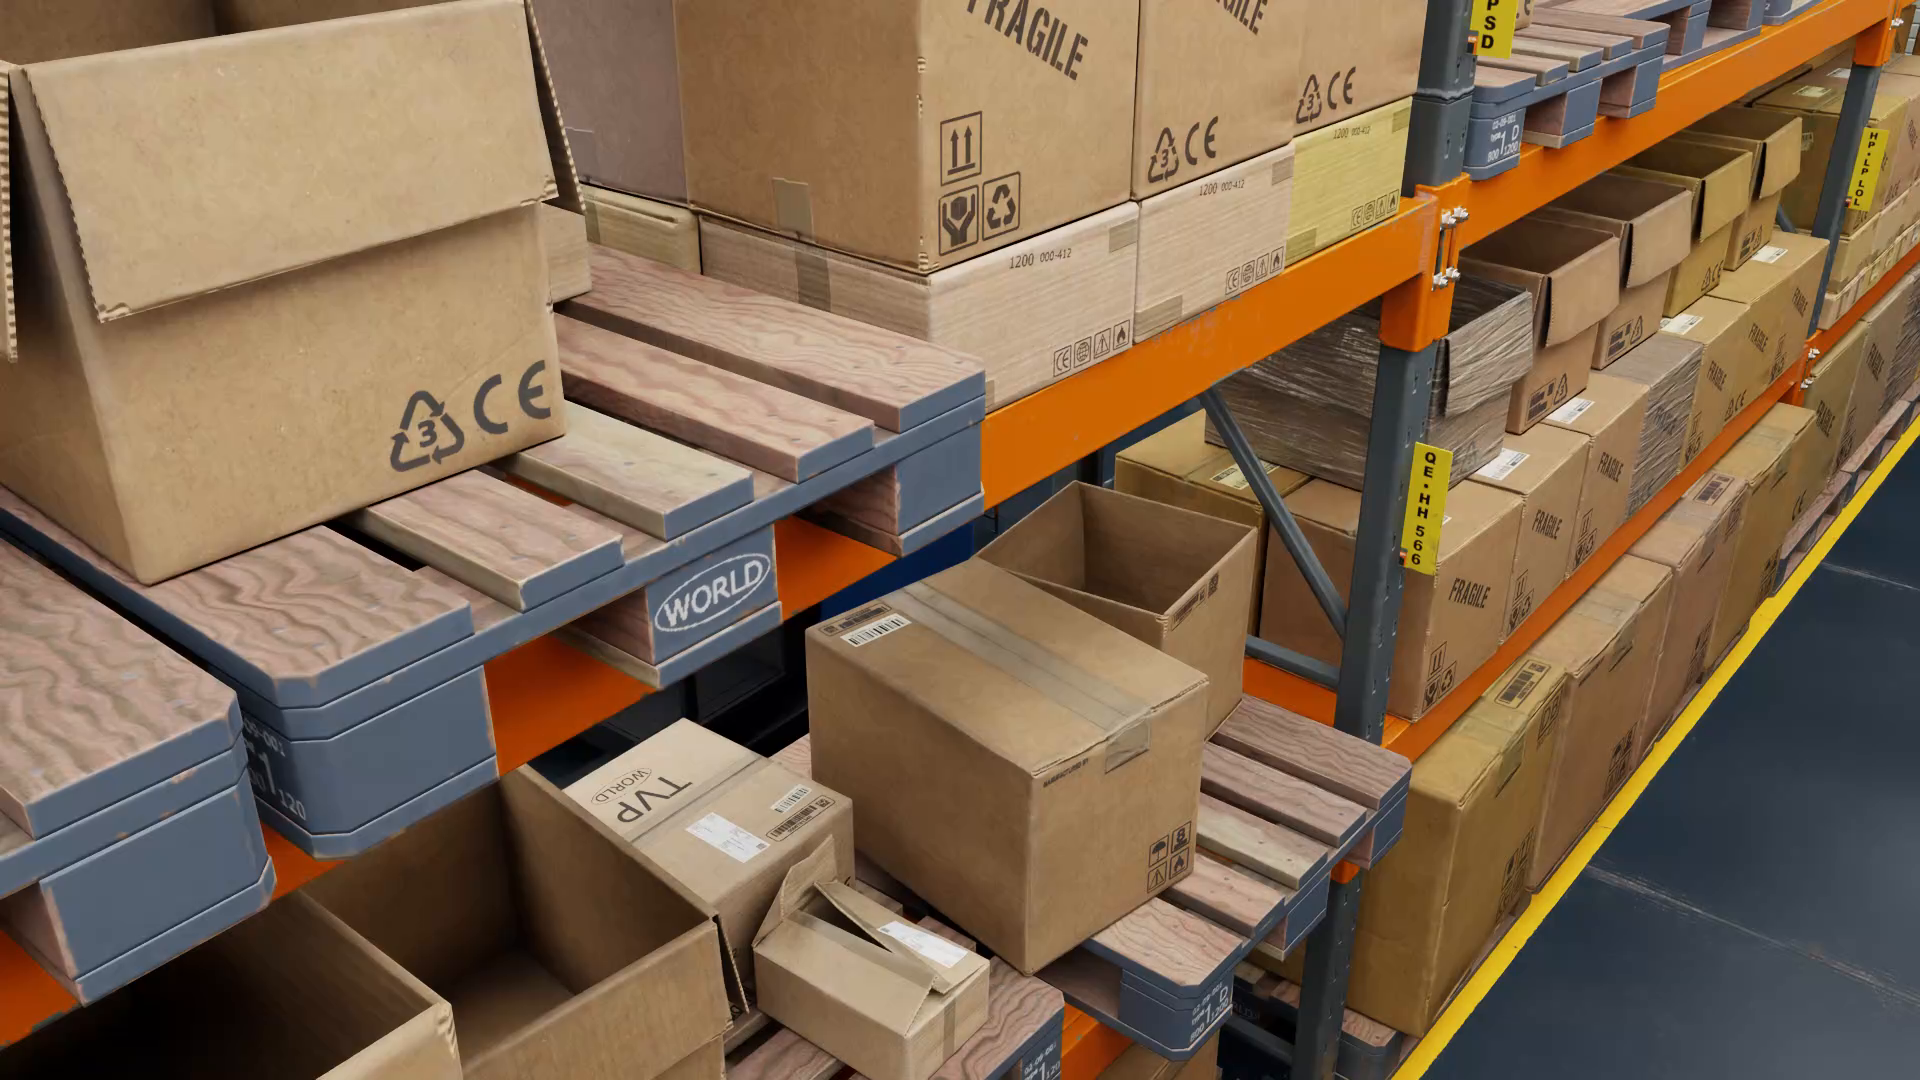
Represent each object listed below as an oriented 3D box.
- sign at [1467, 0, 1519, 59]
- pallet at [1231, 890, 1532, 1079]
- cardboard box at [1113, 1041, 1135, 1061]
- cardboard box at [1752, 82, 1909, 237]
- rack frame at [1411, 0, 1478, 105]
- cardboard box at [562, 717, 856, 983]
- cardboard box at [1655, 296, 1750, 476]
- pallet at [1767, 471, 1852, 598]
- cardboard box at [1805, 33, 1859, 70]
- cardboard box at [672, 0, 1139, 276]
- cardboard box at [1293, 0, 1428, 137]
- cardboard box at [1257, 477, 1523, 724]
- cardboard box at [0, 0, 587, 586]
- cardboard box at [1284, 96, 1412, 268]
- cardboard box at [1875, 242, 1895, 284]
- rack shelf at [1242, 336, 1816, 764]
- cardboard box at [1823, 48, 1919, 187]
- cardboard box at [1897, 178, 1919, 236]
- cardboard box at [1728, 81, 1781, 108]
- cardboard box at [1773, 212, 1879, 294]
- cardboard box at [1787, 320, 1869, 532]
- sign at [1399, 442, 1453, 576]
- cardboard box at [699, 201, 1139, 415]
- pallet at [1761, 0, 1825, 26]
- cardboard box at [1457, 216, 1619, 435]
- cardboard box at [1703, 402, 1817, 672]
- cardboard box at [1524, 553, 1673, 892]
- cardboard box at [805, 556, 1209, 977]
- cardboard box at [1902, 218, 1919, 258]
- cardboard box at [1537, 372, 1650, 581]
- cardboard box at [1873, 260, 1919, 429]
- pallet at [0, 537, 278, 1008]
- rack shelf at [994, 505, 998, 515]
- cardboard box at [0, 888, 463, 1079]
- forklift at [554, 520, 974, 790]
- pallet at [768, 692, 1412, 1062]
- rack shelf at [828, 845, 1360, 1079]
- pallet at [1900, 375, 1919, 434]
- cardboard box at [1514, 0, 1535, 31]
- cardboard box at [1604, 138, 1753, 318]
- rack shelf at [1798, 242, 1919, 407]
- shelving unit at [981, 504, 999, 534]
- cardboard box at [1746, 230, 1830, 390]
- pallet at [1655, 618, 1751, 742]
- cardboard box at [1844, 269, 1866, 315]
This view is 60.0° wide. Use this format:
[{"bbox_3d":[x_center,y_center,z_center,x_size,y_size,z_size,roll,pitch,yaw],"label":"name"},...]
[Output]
[{"bbox_3d":[1.095,-1.151,3.383,0.100,0.325,0.005,21,34,34],"label":"sign"},{"bbox_3d":[1.237,1.233,5.638,1.003,0.211,1.213,21,34,34],"label":"pallet"},{"bbox_3d":[0.274,1.080,4.324,0.500,0.250,0.500,22,35,36],"label":"cardboard box"},{"bbox_3d":[3.723,-1.660,7.218,0.500,0.500,0.500,21,34,34],"label":"cardboard box"},{"bbox_3d":[0.677,-2.413,3.121,1.000,3.000,0.127,21,34,34],"label":"rack frame"},{"bbox_3d":[-0.566,0.659,3.419,0.500,0.250,0.500,20,33,33],"label":"cardboard box"},{"bbox_3d":[2.488,-0.605,6.046,0.500,0.500,0.500,20,34,34],"label":"cardboard box"},{"bbox_3d":[3.766,-0.175,8.358,1.003,0.211,1.213,21,34,34],"label":"pallet"},{"bbox_3d":[4.609,-2.529,8.898,0.500,0.500,0.500,20,33,33],"label":"cardboard box"},{"bbox_3d":[-0.078,-0.749,2.516,0.500,0.500,0.500,21,34,35],"label":"cardboard box"},{"bbox_3d":[0.567,-1.105,3.204,0.500,0.500,0.500,22,34,36],"label":"cardboard box"},{"bbox_3d":[1.196,0.114,4.656,0.500,0.500,0.500,22,35,36],"label":"cardboard box"},{"bbox_3d":[-0.893,-0.367,1.861,0.797,0.503,0.637,22,35,36],"label":"cardboard box"},{"bbox_3d":[0.564,-0.774,3.380,0.500,0.250,0.500,21,34,35],"label":"cardboard box"},{"bbox_3d":[4.166,-1.343,7.855,0.380,0.149,0.250,20,33,33],"label":"cardboard box"},{"bbox_3d":[1.949,-0.138,6.035,1.077,0.370,4.000,21,34,34],"label":"rack shelf"},{"bbox_3d":[4.370,-2.019,7.911,0.500,0.500,0.500,20,33,33],"label":"cardboard box"},{"bbox_3d":[4.368,-1.682,8.077,0.500,0.250,0.500,22,34,36],"label":"cardboard box"},{"bbox_3d":[3.308,-1.806,7.501,0.500,0.500,0.500,22,35,36],"label":"cardboard box"},{"bbox_3d":[3.722,-1.322,7.381,0.500,0.250,0.500,20,33,34],"label":"cardboard box"},{"bbox_3d":[3.703,-0.620,8.040,0.875,0.875,0.875,21,34,34],"label":"cardboard box"},{"bbox_3d":[1.102,-0.072,3.951,0.100,0.325,0.005,21,34,34],"label":"sign"},{"bbox_3d":[-0.063,-0.417,2.690,0.500,0.250,0.500,22,34,36],"label":"cardboard box"},{"bbox_3d":[2.676,-2.075,5.939,0.805,0.209,1.217,19,33,32],"label":"pallet"},{"bbox_3d":[1.571,-0.723,5.183,0.797,0.503,0.637,22,34,36],"label":"cardboard box"},{"bbox_3d":[2.830,-0.177,7.183,1.225,0.875,0.875,21,34,35],"label":"cardboard box"},{"bbox_3d":[1.705,0.456,5.959,1.225,0.875,0.875,21,34,35],"label":"cardboard box"},{"bbox_3d":[0.087,0.451,3.548,0.500,0.500,0.700,-22,35,-36],"label":"cardboard box"},{"bbox_3d":[4.490,-1.522,8.202,0.380,0.149,0.250,21,34,35],"label":"cardboard box"},{"bbox_3d":[1.846,-0.252,5.364,0.500,0.500,0.500,20,33,34],"label":"cardboard box"},{"bbox_3d":[4.842,-1.255,9.266,0.875,0.875,0.875,21,34,34],"label":"cardboard box"},{"bbox_3d":[-1.392,0.233,1.475,1.213,0.211,1.003,21,34,34],"label":"pallet"},{"bbox_3d":[0.034,-0.229,8.178,0.215,0.259,0.240,21,34,34],"label":"rack shelf"},{"bbox_3d":[-1.254,0.976,1.989,1.000,1.000,1.000,21,34,35],"label":"cardboard box"},{"bbox_3d":[-1.226,-0.545,6.114,1.130,2.935,3.031,20,33,33],"label":"forklift"},{"bbox_3d":[0.306,0.620,3.995,1.213,0.211,1.003,21,34,34],"label":"pallet"},{"bbox_3d":[-0.595,1.280,3.294,1.077,0.370,4.000,21,34,34],"label":"rack shelf"},{"bbox_3d":[5.318,-1.040,10.031,1.003,0.211,1.213,21,34,34],"label":"pallet"},{"bbox_3d":[1.010,-1.551,4.149,0.797,0.503,0.637,23,35,37],"label":"cardboard box"},{"bbox_3d":[2.376,-1.188,6.081,0.797,0.503,0.637,21,34,35],"label":"cardboard box"},{"bbox_3d":[4.494,-1.556,8.777,1.077,0.370,4.000,21,34,34],"label":"rack shelf"},{"bbox_3d":[0.034,-0.485,8.045,0.215,1.050,0.252,21,34,34],"label":"shelving unit"},{"bbox_3d":[3.135,-0.965,6.743,0.500,0.500,0.500,21,34,35],"label":"cardboard box"},{"bbox_3d":[2.789,0.367,7.310,1.003,0.211,1.213,21,34,34],"label":"pallet"},{"bbox_3d":[3.833,-1.156,7.493,0.380,0.149,0.250,19,33,33],"label":"cardboard box"}]
